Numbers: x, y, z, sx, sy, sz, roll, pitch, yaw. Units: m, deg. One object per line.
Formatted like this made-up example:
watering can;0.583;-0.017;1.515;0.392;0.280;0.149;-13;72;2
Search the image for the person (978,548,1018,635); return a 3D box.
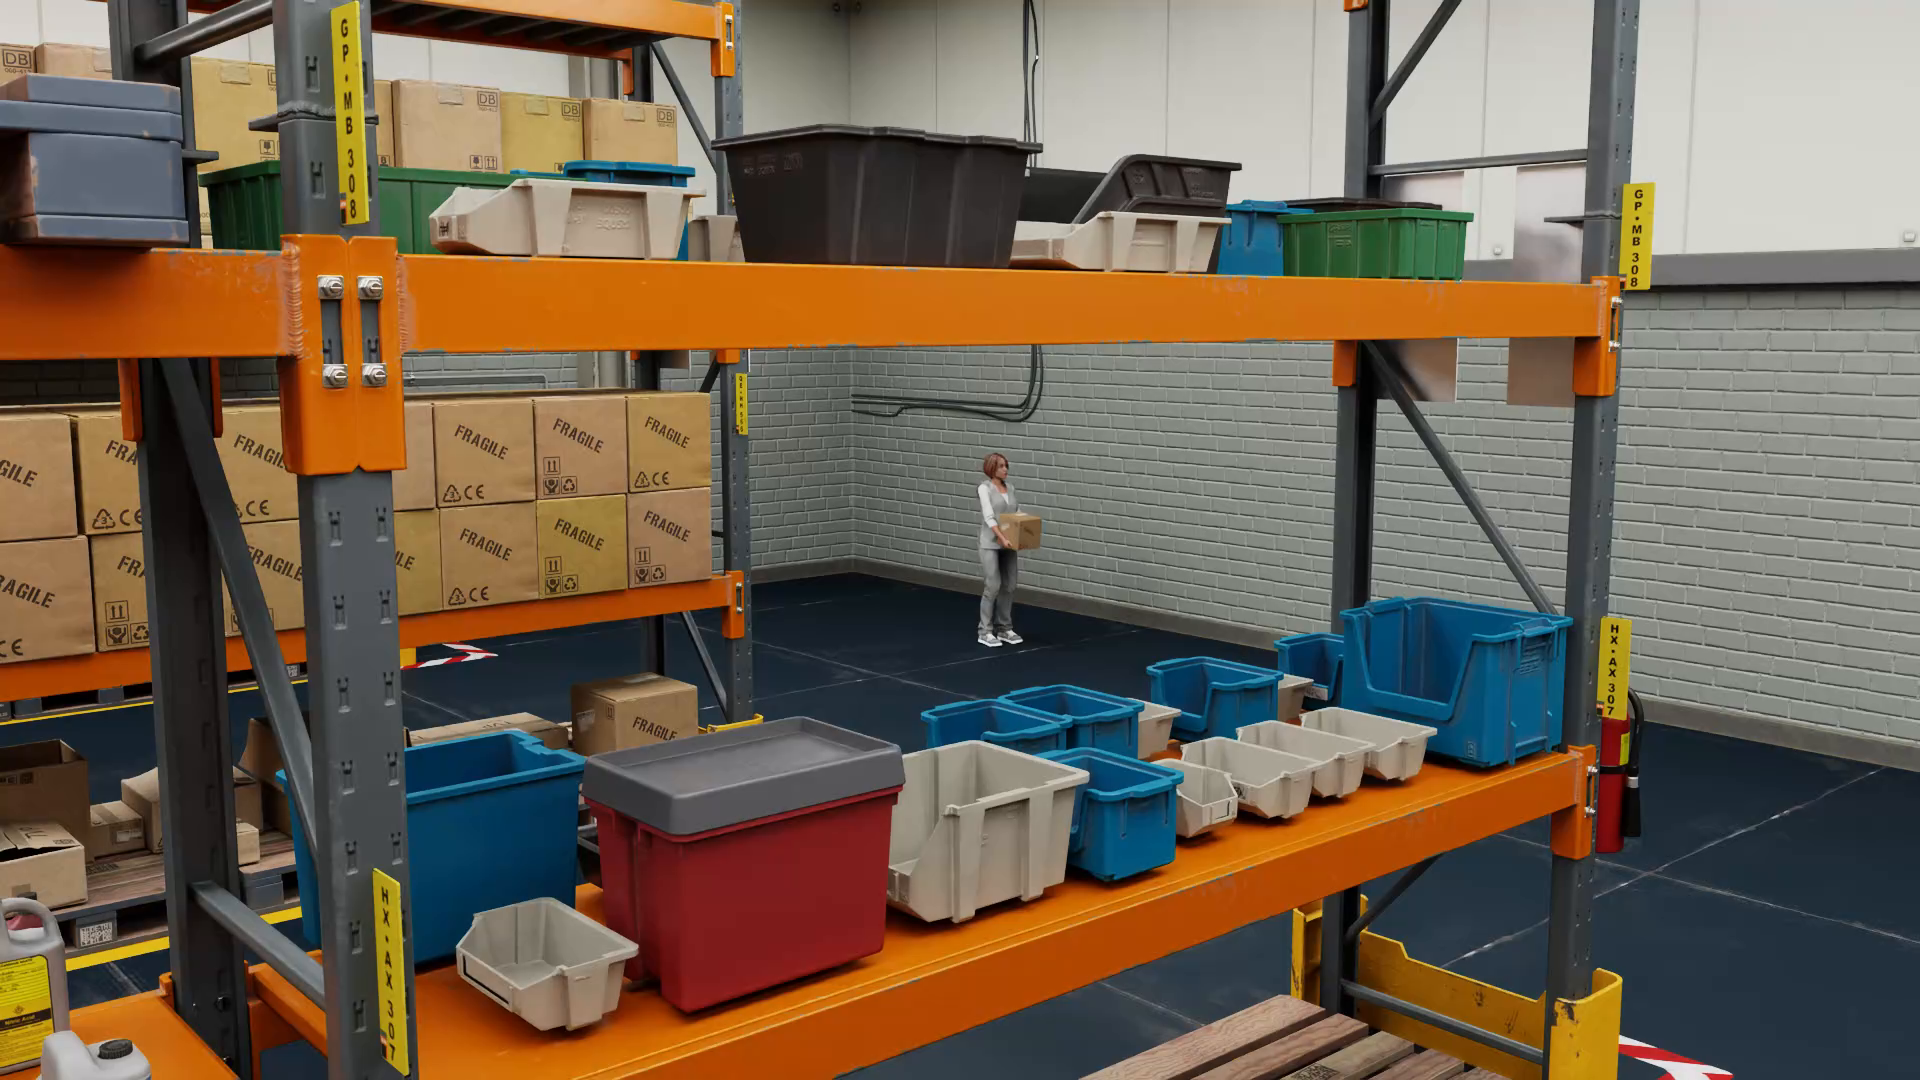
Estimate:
person;0.311;0.374;13.845;0.354;0.851;0.248;-6;10;-40
